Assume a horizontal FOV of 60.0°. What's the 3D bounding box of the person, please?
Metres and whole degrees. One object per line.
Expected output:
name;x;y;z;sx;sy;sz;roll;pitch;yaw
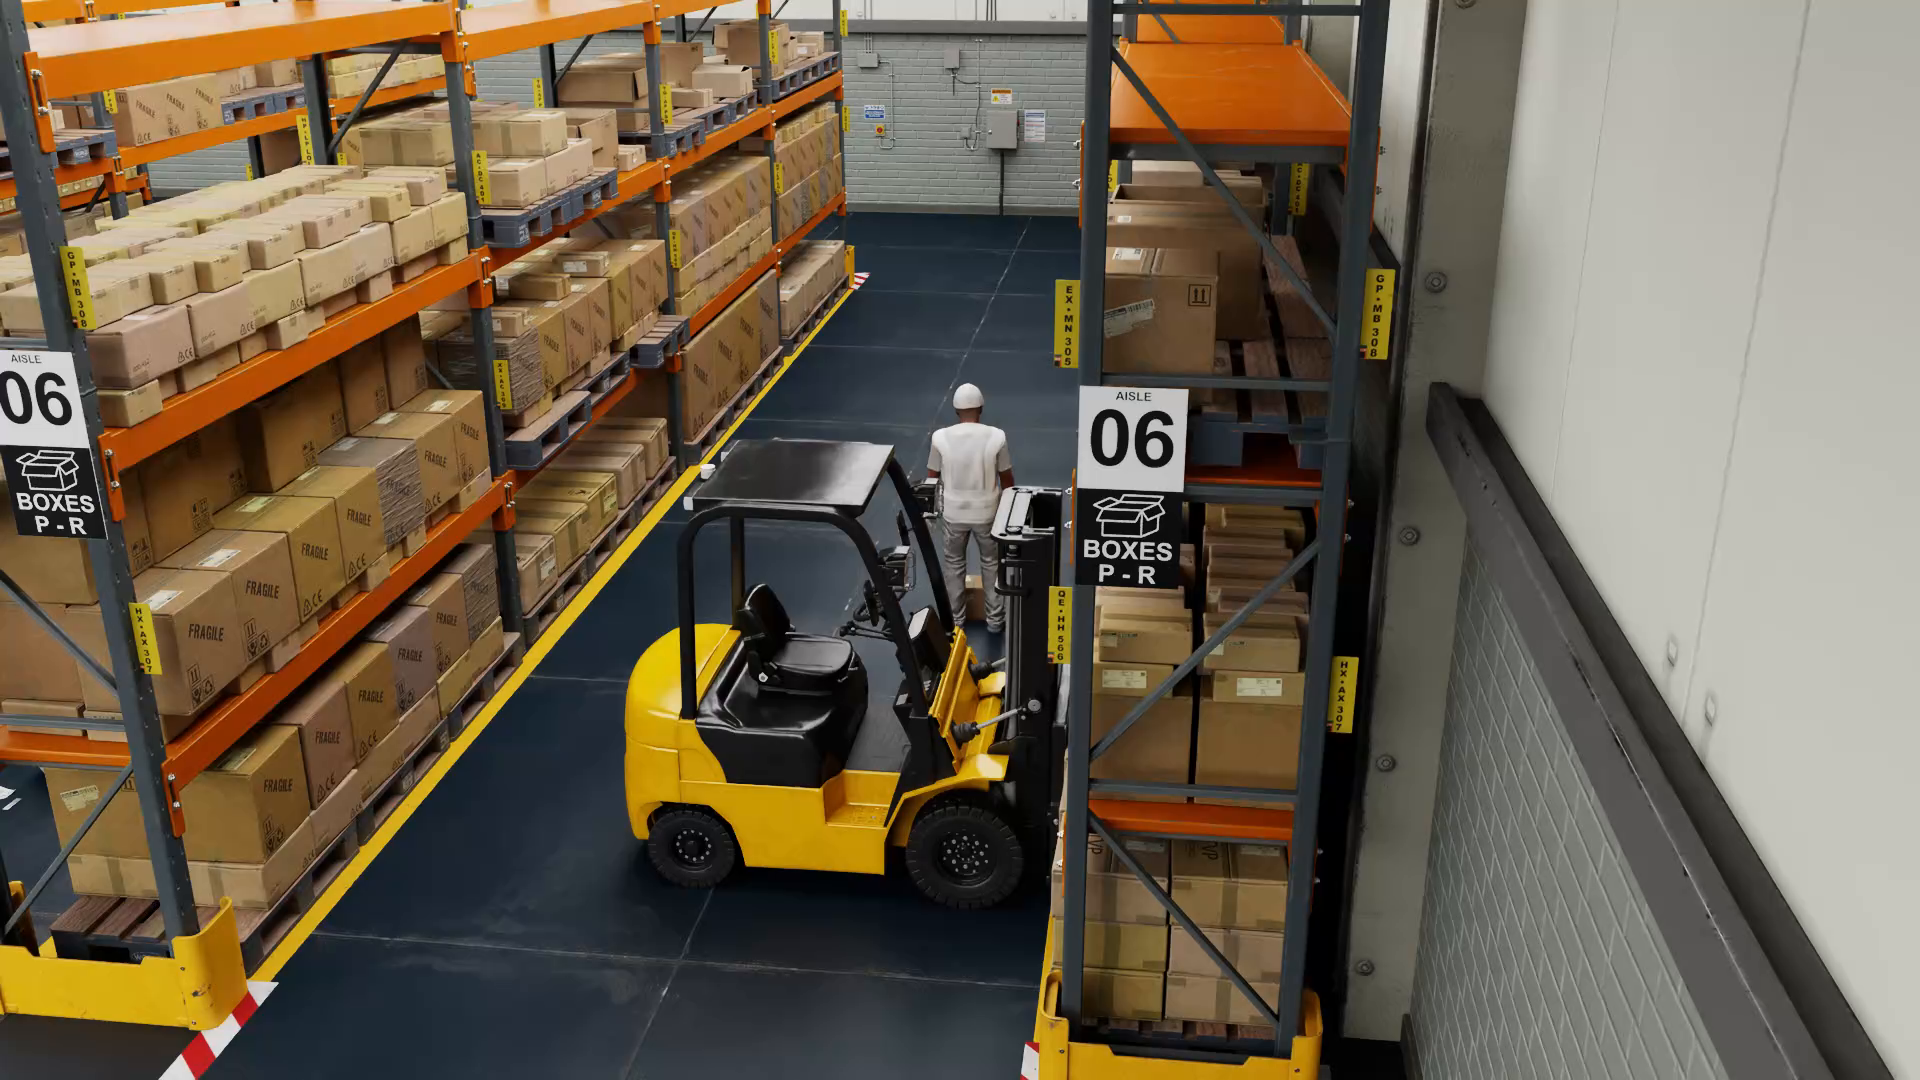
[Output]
person;0.075;-0.212;11.617;0.632;1.776;0.444;2;21;4
